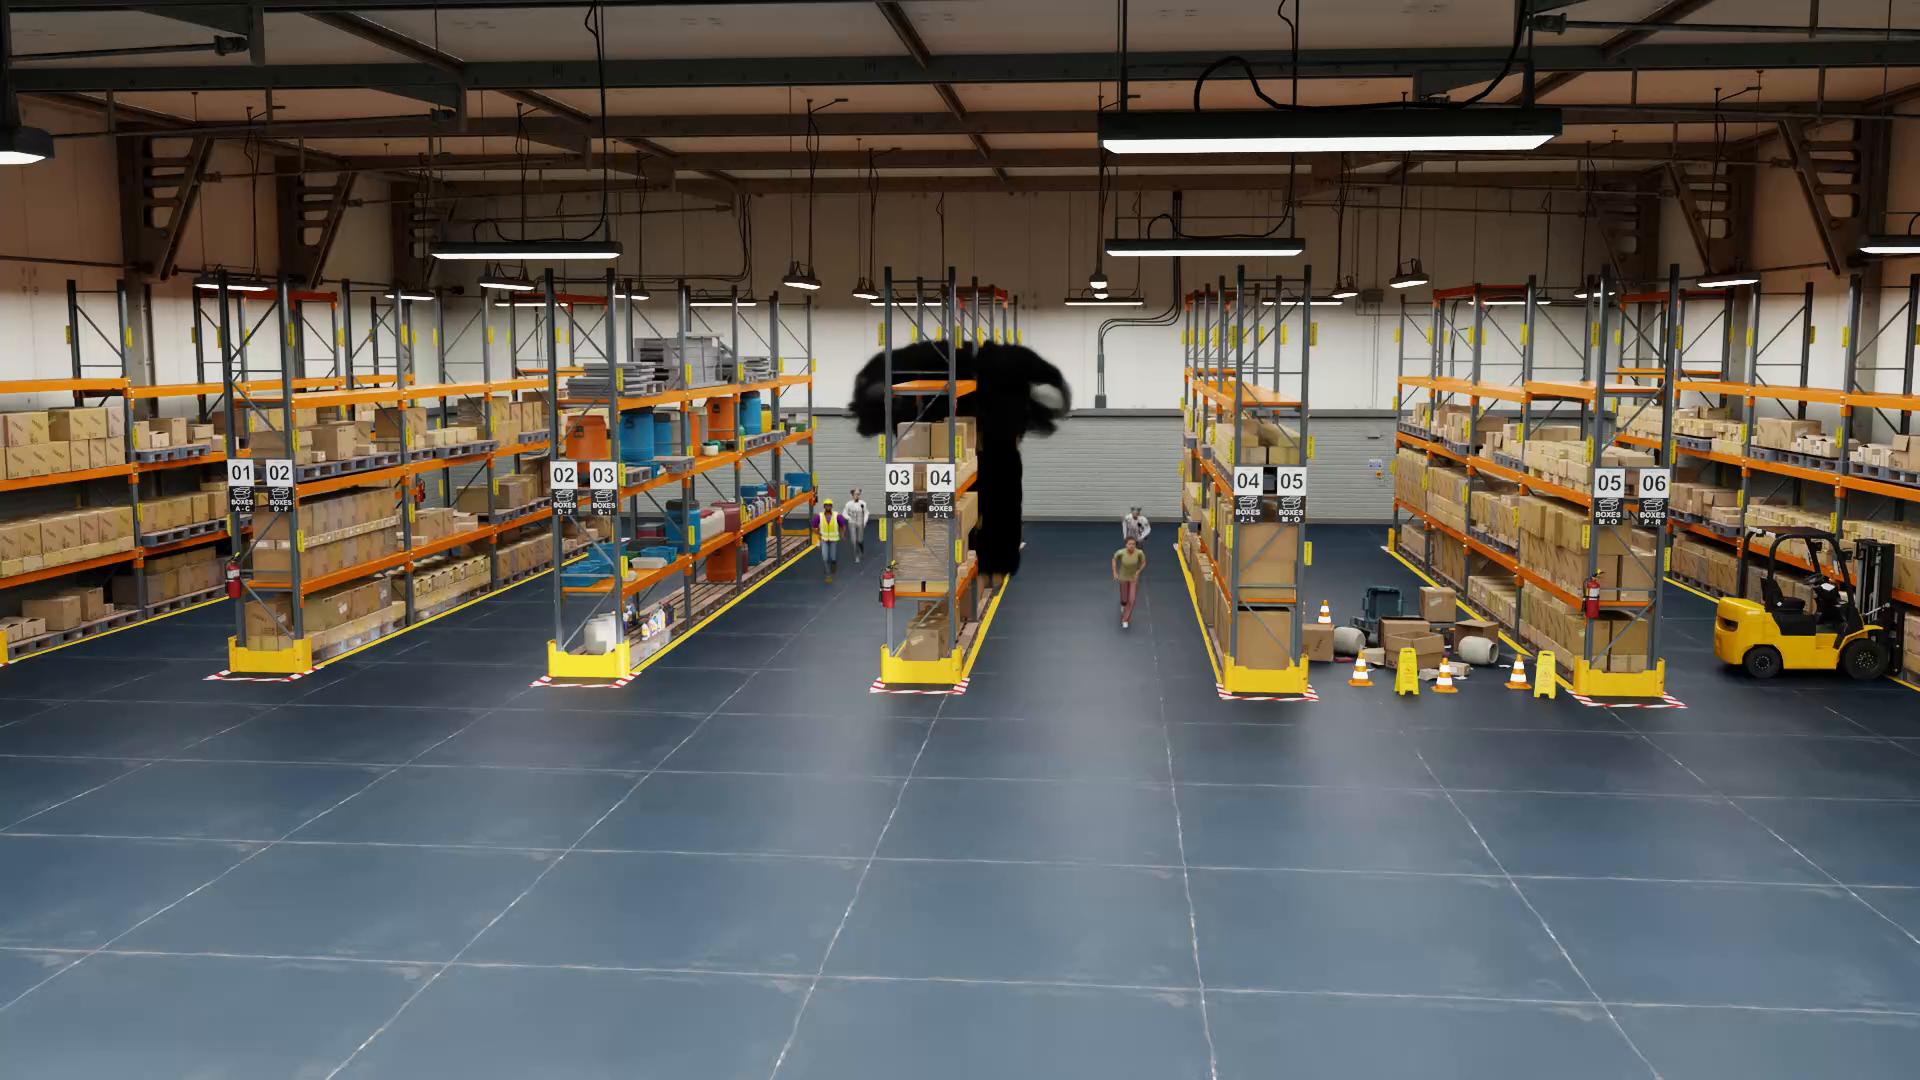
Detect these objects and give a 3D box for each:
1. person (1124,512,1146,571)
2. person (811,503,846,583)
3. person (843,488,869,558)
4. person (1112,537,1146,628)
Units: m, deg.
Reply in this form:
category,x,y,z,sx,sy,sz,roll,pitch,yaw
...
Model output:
category,x,y,z,sx,sy,sz,roll,pitch,yaw
person,3.723,0.010,35.275,0.470,1.509,1.001,2,7,15
person,-2.699,0.029,34.160,0.703,1.685,0.588,-1,7,-4
person,-2.318,-0.358,37.136,0.600,1.600,0.517,-1,7,-6
person,2.942,0.711,29.036,0.575,1.604,0.734,-1,7,-5
